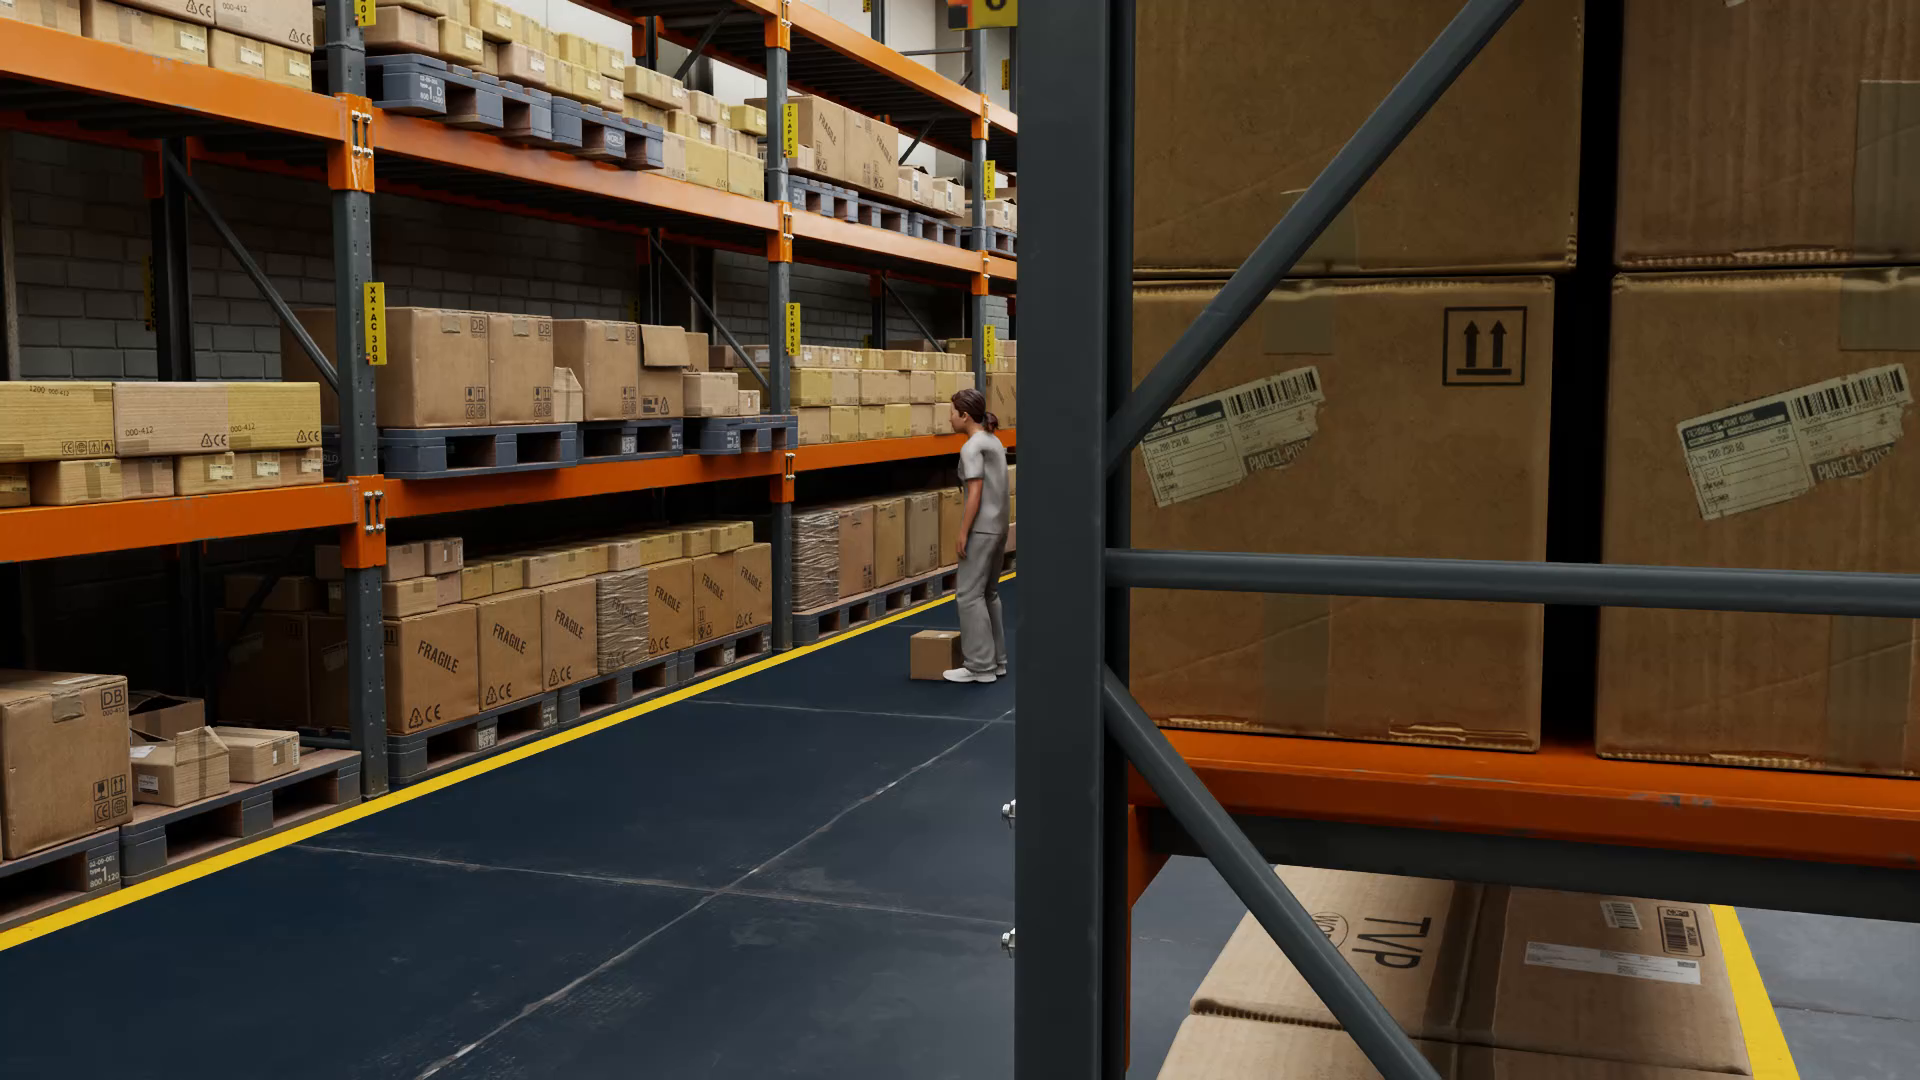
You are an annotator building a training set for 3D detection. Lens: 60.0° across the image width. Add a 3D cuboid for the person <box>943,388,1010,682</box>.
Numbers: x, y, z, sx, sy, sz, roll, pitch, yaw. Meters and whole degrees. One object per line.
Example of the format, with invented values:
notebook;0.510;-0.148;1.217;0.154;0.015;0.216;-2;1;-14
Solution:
person;0.106;-0.030;9.534;0.351;1.673;0.505;2;6;17
